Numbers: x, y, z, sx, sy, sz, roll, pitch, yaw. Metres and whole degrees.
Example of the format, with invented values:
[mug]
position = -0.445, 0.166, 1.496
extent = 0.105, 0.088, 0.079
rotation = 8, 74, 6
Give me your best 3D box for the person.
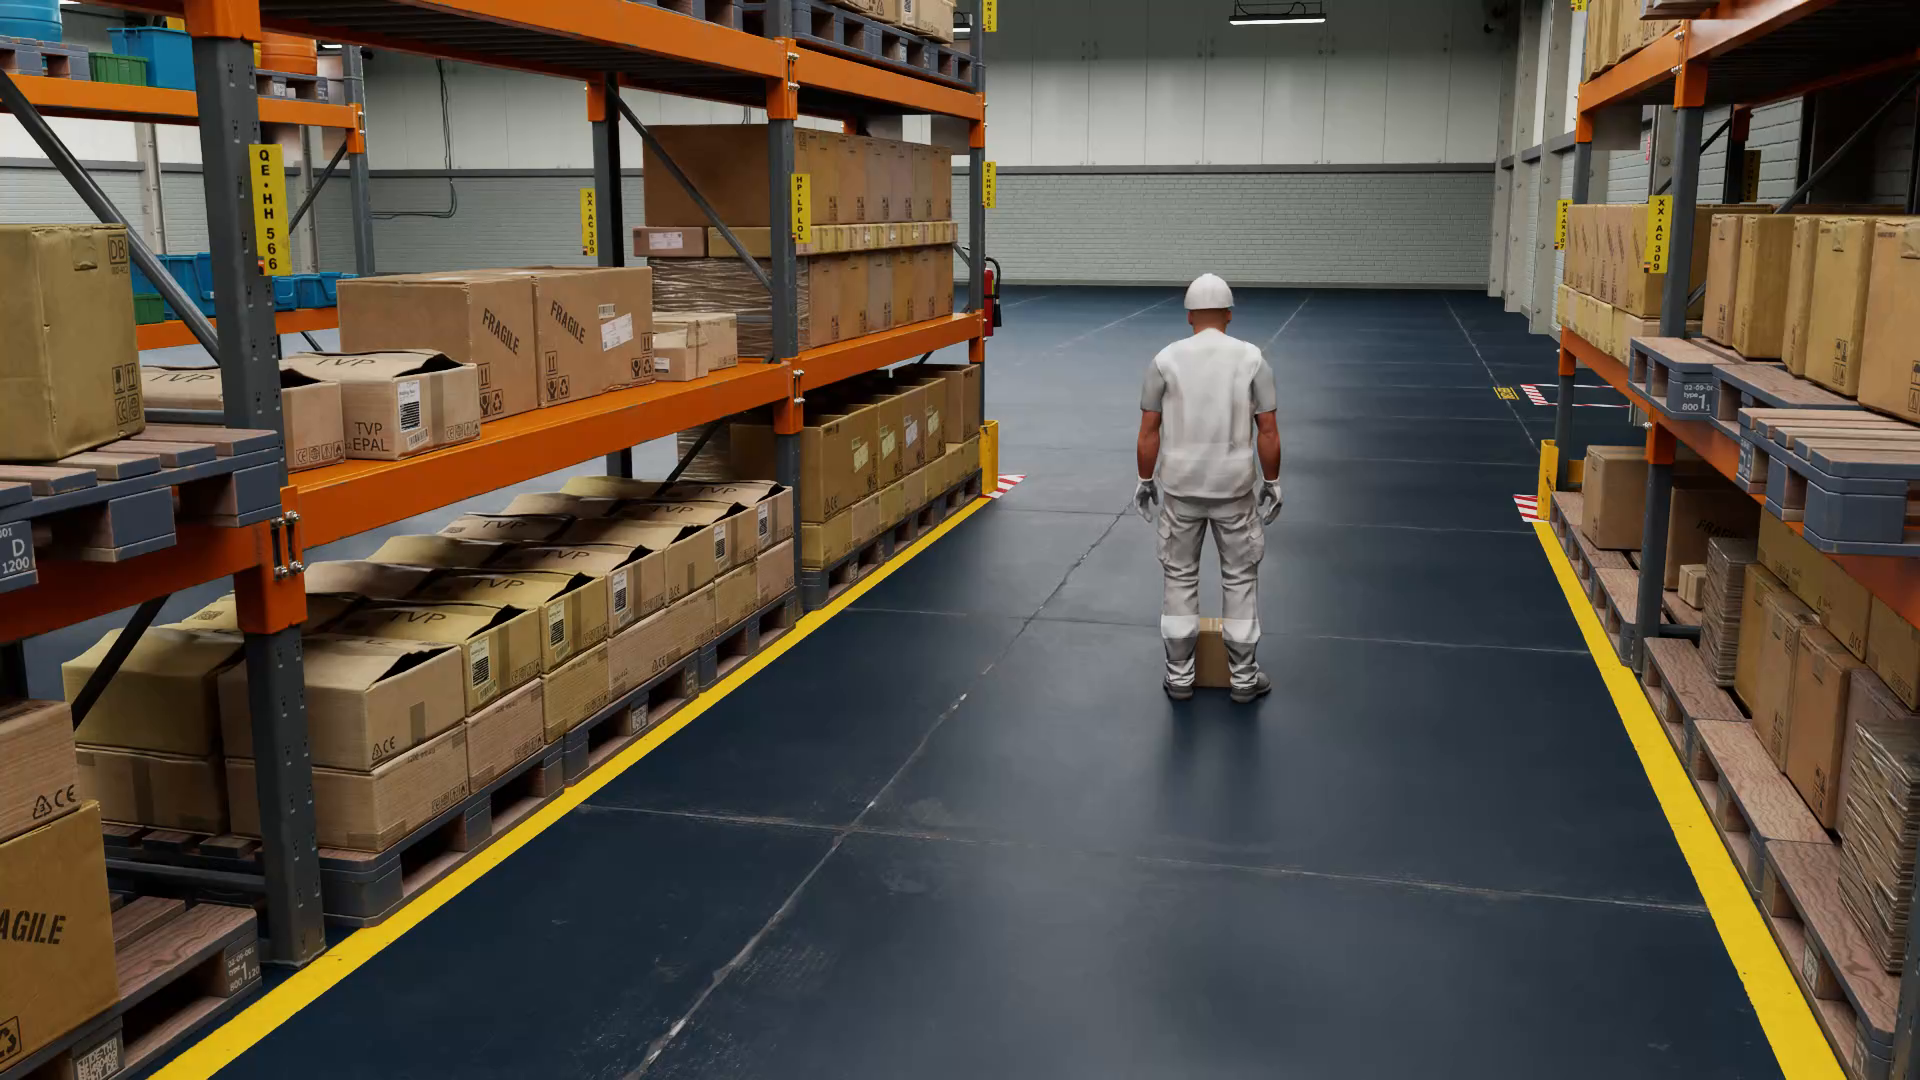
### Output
[person]
position = 1.039, -0.214, 6.967
extent = 0.623, 1.780, 0.446
rotation = 2, 12, 11
